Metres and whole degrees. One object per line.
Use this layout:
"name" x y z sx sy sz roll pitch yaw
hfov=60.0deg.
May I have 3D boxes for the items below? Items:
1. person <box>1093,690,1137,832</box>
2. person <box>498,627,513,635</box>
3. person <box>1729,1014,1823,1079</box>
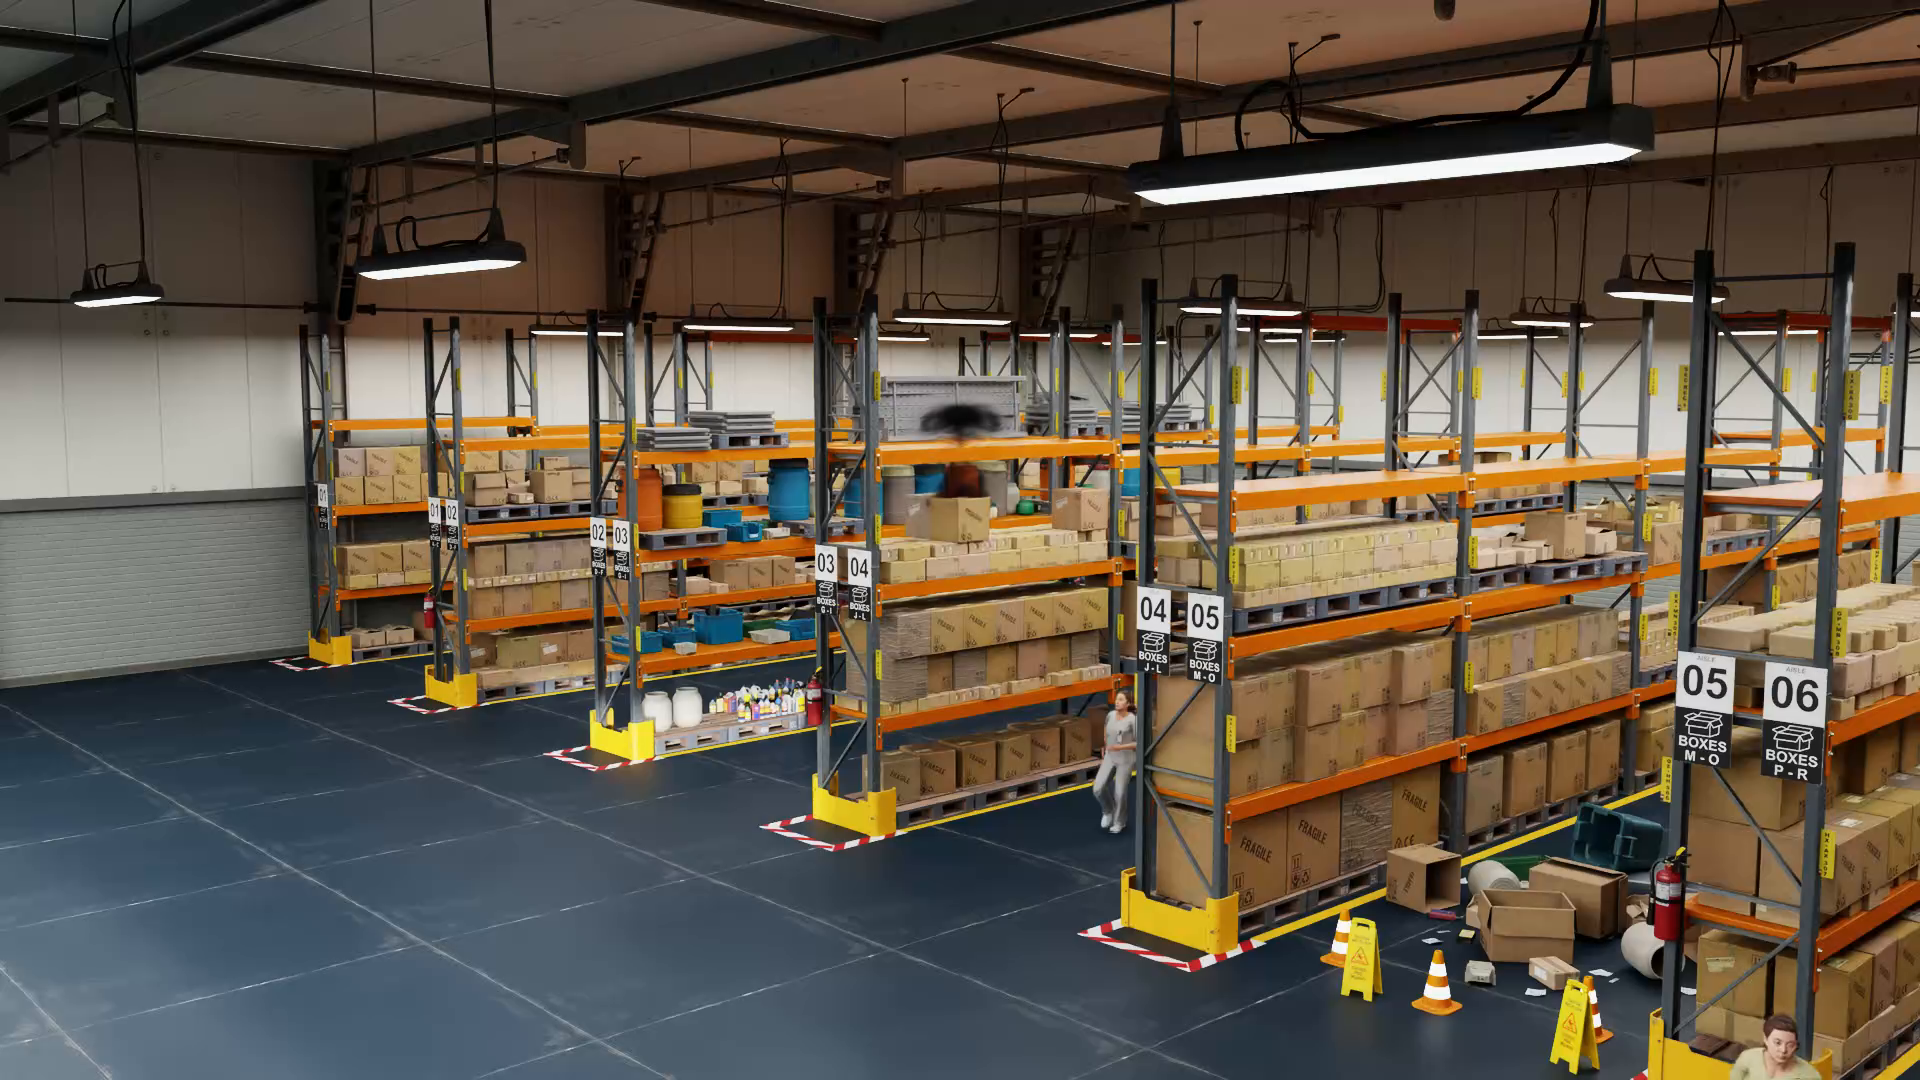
"person" 1.771 2.481 18.561 0.552 1.634 0.561 3 7 30
"person" -7.695 1.427 28.517 0.659 1.739 0.818 5 7 39
"person" 4.682 3.421 9.483 0.628 1.603 0.830 4 7 37
